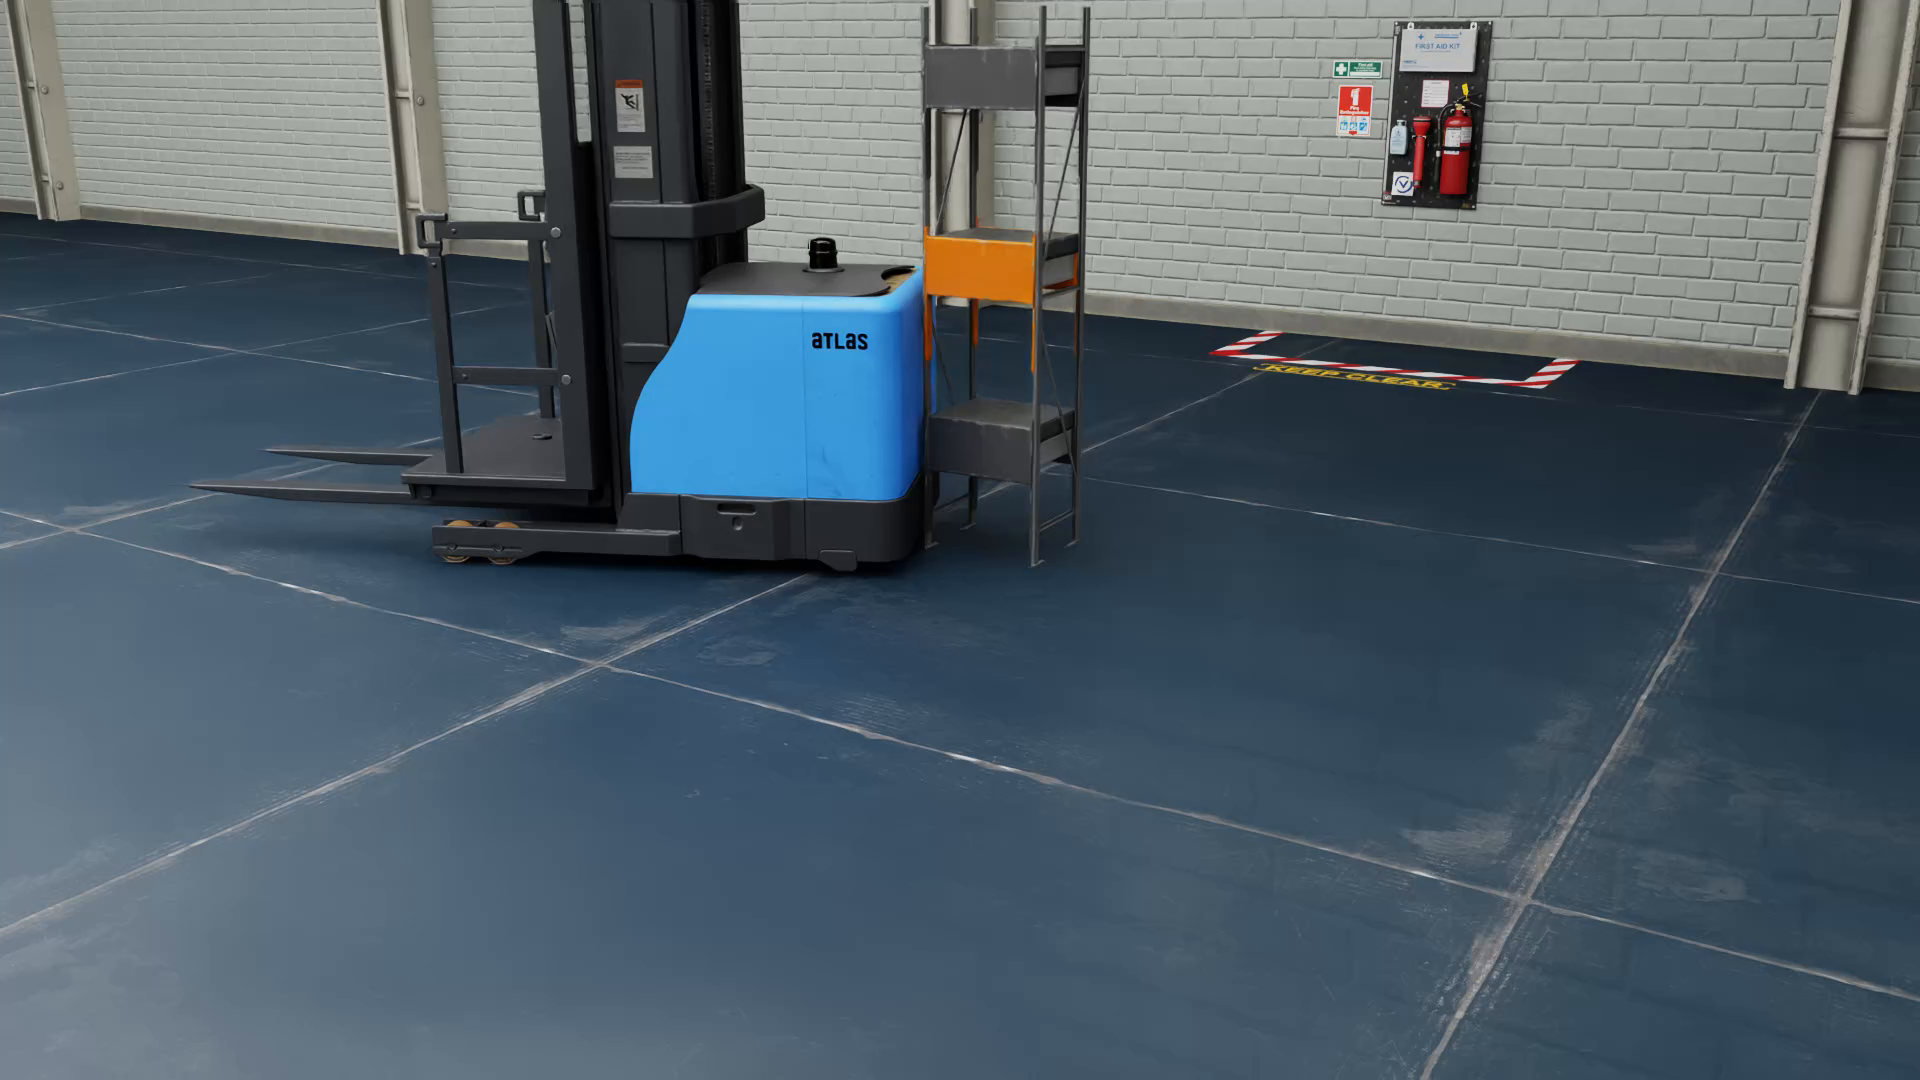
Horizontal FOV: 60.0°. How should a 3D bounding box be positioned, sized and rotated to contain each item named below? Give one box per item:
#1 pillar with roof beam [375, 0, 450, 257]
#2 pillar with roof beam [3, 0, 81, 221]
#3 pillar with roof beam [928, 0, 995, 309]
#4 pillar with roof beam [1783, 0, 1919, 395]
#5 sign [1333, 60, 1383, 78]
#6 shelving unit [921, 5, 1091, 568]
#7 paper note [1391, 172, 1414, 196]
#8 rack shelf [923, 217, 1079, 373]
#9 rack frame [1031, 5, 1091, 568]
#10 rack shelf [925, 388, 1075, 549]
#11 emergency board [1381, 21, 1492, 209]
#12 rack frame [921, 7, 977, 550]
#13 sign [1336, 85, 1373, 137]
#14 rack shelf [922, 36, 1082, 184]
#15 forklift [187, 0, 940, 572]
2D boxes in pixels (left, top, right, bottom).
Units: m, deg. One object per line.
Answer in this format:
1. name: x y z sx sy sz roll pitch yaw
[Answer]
1. pillar with roof beam: -7.351 -5.974 11.065 0.400 9.000 9.100 10 20 30
2. pillar with roof beam: -12.464 -6.886 14.069 0.400 9.000 9.100 10 20 30
3. pillar with roof beam: -2.239 -5.061 8.060 0.400 9.000 9.100 10 20 30
4. pillar with roof beam: 2.874 -4.148 5.056 0.400 9.000 9.100 10 20 30
5. sign: 2.623 -3.107 10.975 0.331 0.109 0.001 10 20 30
6. shelving unit: 0.173 -0.980 6.494 0.503 2.100 0.431 9 19 28
7. paper note: 2.926 -2.352 10.979 0.142 0.148 0.016 10 20 30
8. rack shelf: 0.173 -0.967 6.498 0.480 0.518 0.431 9 19 28
9. rack frame: 0.384 -0.945 6.378 0.015 2.100 0.400 9 19 28
10. rack shelf: 0.173 -0.297 6.702 0.480 0.518 0.431 9 19 28
11. emergency board: 3.041 -2.730 10.706 0.643 1.169 0.194 10 20 30
12. rack frame: -0.039 -1.015 6.611 0.015 2.100 0.400 9 19 28
13. sign: 2.624 -2.856 11.062 0.234 0.329 0.001 10 20 30
14. rack shelf: 0.173 -1.637 6.295 0.480 0.518 0.431 9 19 28
15. forklift: -1.647 -1.453 6.621 3.031 2.935 1.130 2 17 7
